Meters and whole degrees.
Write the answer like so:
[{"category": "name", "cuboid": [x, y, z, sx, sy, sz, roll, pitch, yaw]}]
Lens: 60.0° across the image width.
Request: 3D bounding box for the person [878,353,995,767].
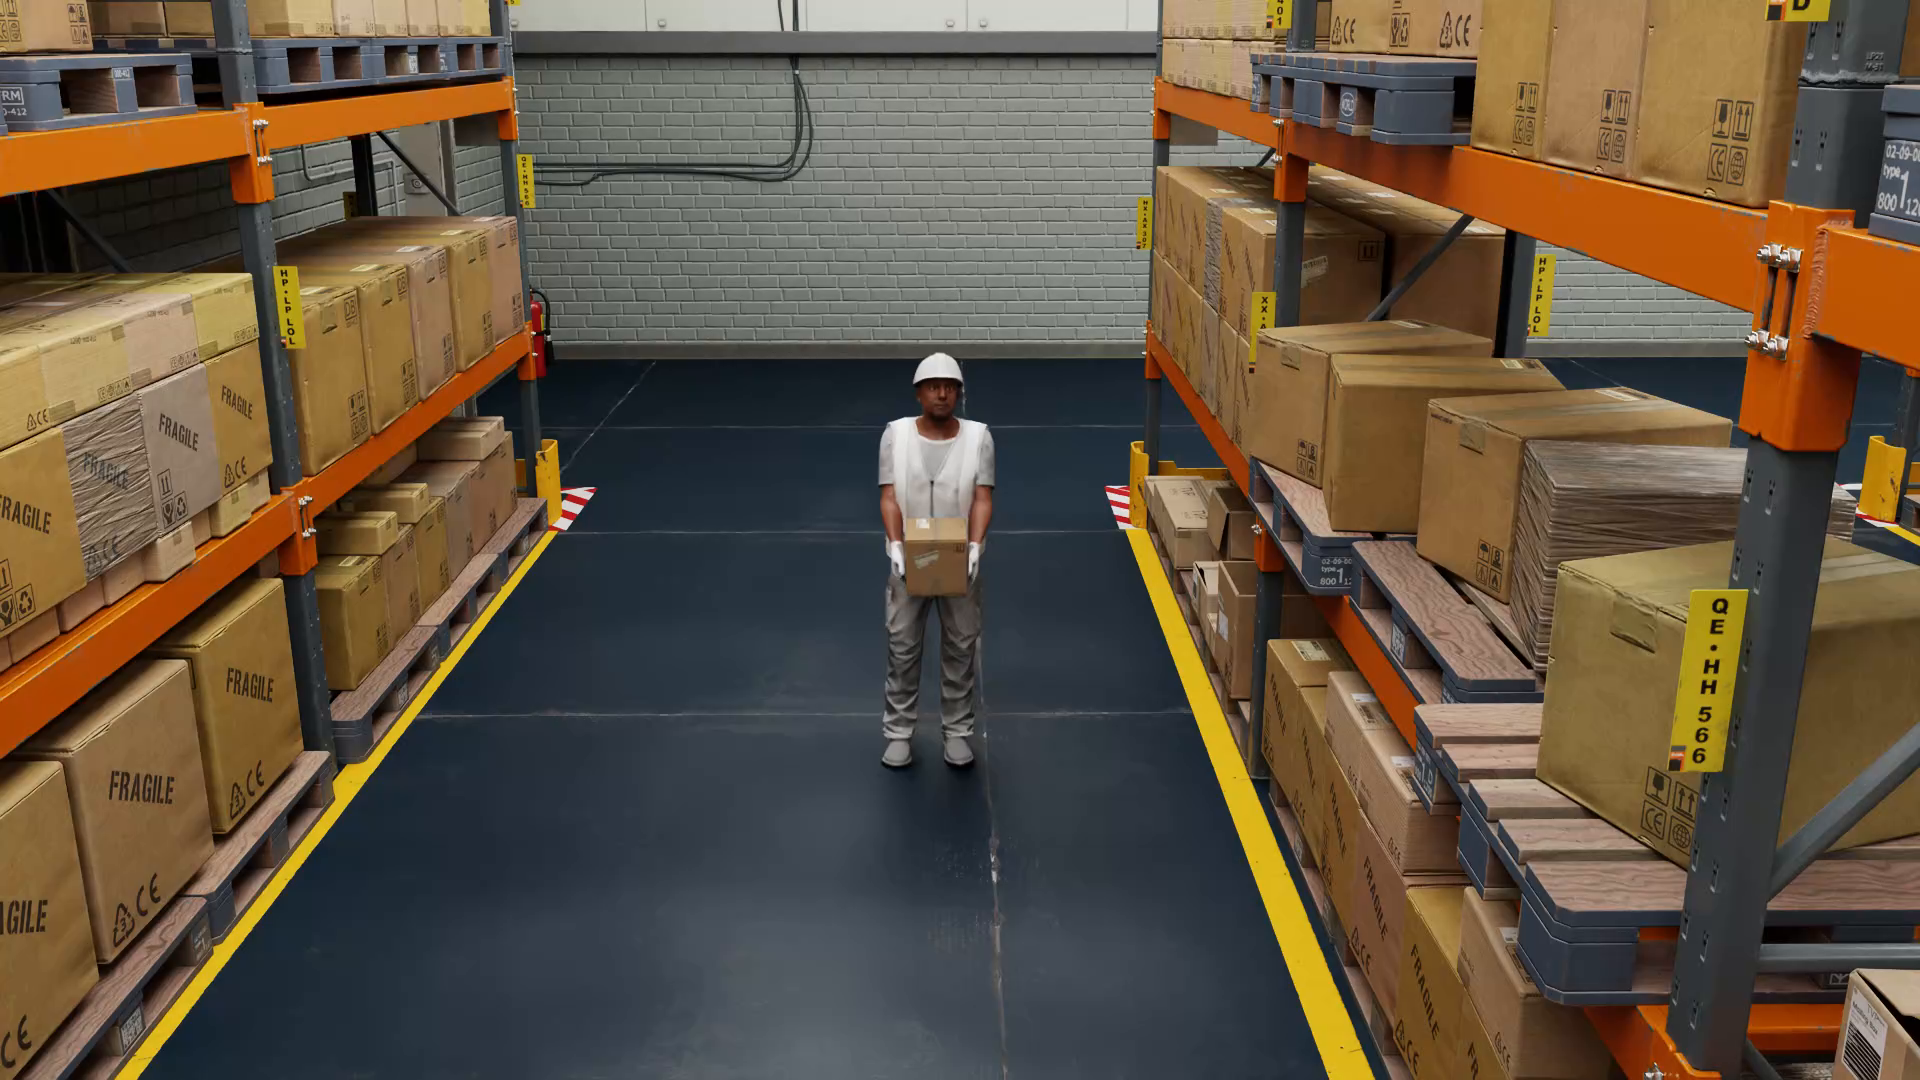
[{"category": "person", "cuboid": [-0.098, 0.110, 7.142, 0.503, 1.788, 0.565, 0, 17, -1]}]
